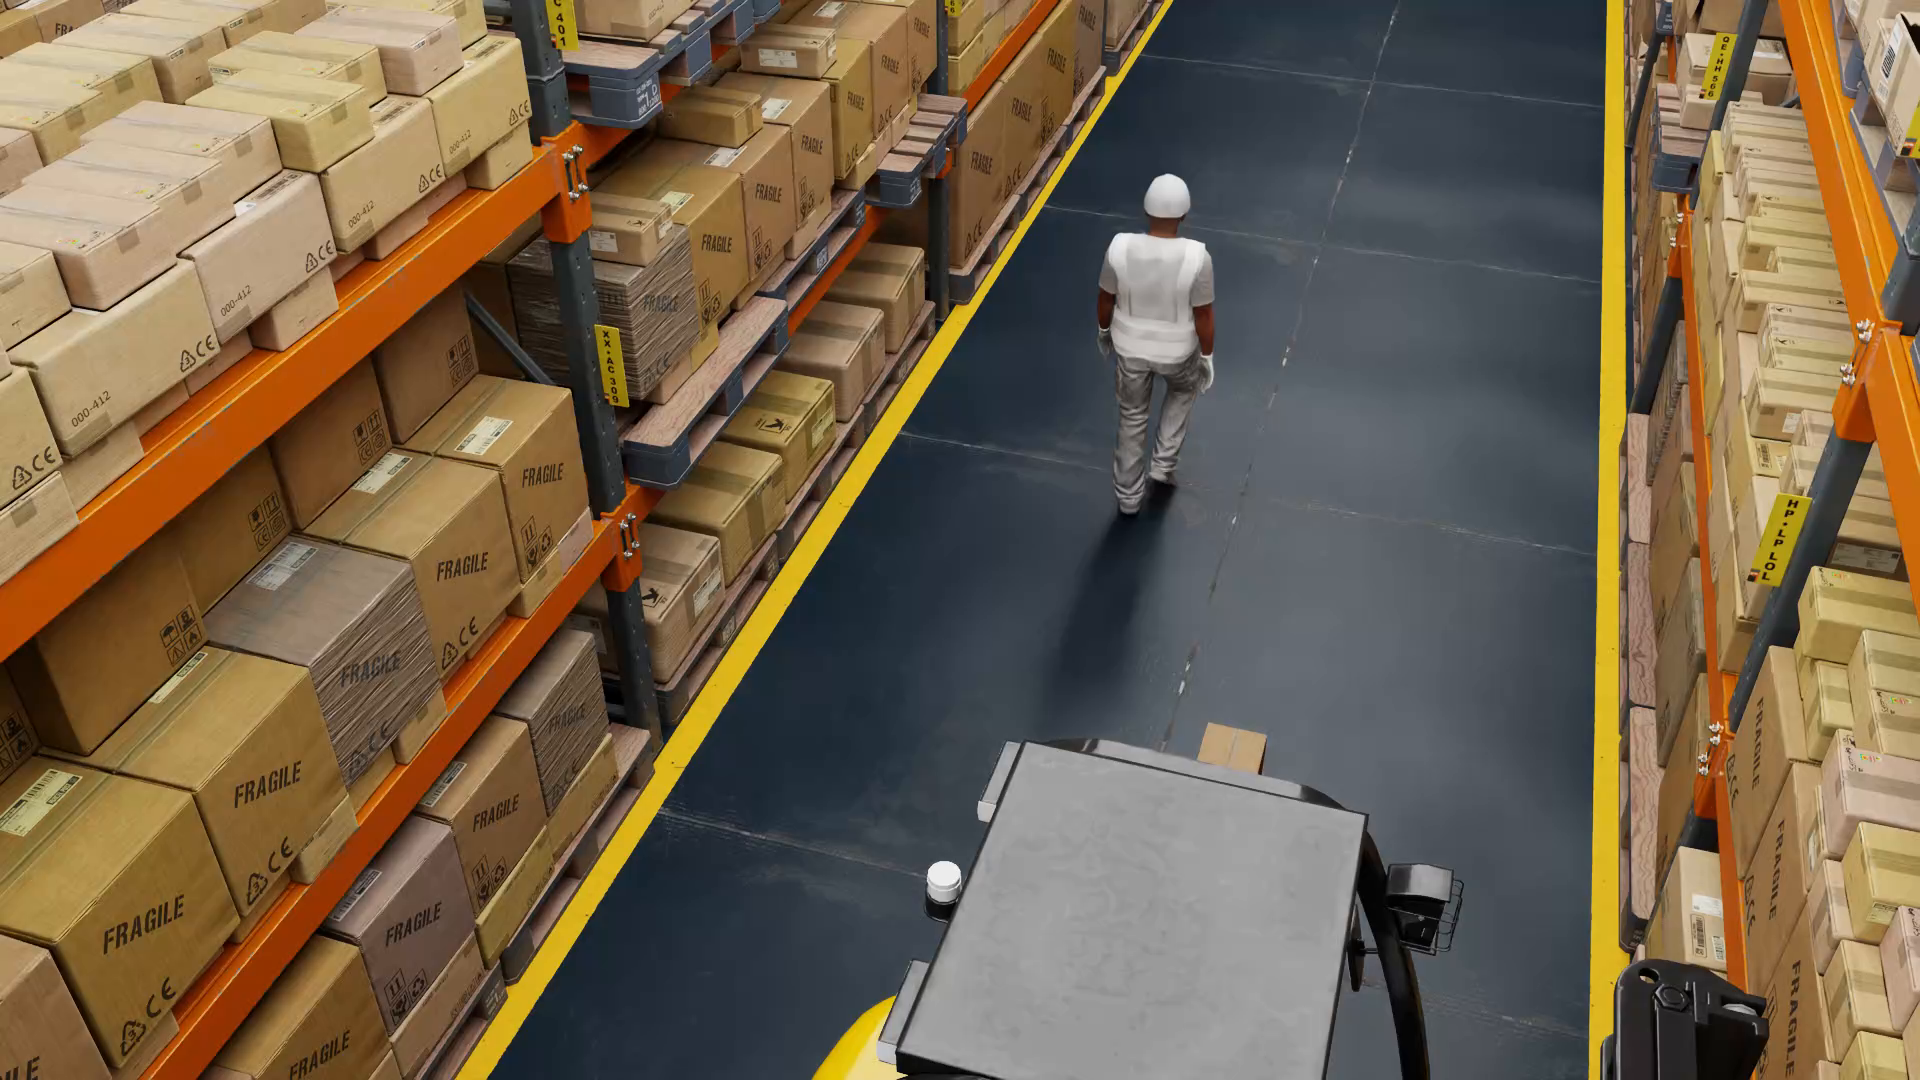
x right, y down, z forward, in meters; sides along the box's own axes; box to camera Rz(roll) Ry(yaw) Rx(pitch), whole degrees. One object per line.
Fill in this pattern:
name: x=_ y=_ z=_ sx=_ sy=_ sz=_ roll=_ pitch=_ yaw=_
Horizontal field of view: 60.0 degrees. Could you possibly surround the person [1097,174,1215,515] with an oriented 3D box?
person: x=0.961 y=-0.943 z=8.151 sx=0.604 sy=1.843 sz=0.502 roll=8 pitch=37 yaw=10
